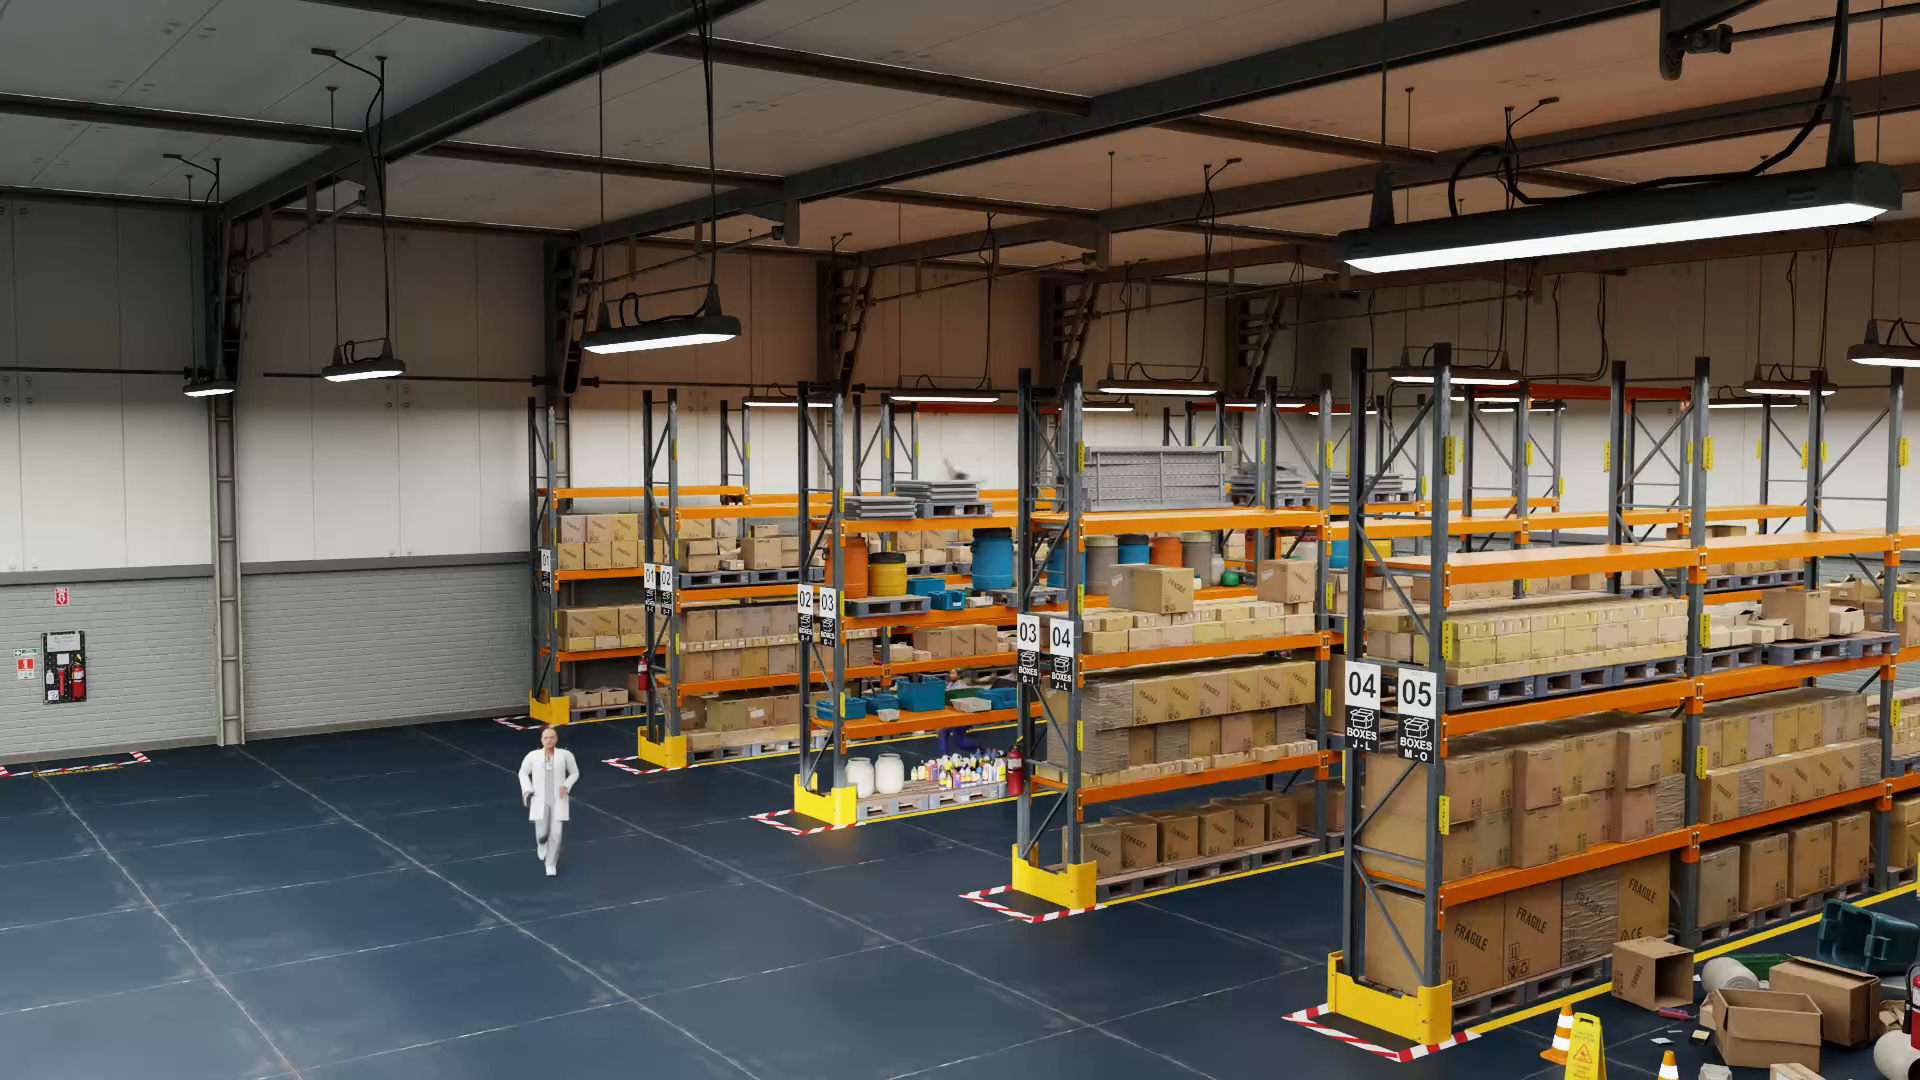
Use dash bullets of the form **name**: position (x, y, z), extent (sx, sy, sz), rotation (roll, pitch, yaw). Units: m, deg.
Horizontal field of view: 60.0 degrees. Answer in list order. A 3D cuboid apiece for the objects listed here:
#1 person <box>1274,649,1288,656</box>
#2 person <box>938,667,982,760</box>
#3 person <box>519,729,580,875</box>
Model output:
- **person**: position (6.245, 2.392, 32.103), extent (0.664, 1.709, 0.944), rotation (3, 5, 41)
- **person**: position (-0.075, 2.810, 26.185), extent (0.843, 1.605, 0.604), rotation (-3, 4, -39)
- **person**: position (-4.914, 3.127, 19.914), extent (0.710, 1.733, 0.590), rotation (-1, 3, -14)
